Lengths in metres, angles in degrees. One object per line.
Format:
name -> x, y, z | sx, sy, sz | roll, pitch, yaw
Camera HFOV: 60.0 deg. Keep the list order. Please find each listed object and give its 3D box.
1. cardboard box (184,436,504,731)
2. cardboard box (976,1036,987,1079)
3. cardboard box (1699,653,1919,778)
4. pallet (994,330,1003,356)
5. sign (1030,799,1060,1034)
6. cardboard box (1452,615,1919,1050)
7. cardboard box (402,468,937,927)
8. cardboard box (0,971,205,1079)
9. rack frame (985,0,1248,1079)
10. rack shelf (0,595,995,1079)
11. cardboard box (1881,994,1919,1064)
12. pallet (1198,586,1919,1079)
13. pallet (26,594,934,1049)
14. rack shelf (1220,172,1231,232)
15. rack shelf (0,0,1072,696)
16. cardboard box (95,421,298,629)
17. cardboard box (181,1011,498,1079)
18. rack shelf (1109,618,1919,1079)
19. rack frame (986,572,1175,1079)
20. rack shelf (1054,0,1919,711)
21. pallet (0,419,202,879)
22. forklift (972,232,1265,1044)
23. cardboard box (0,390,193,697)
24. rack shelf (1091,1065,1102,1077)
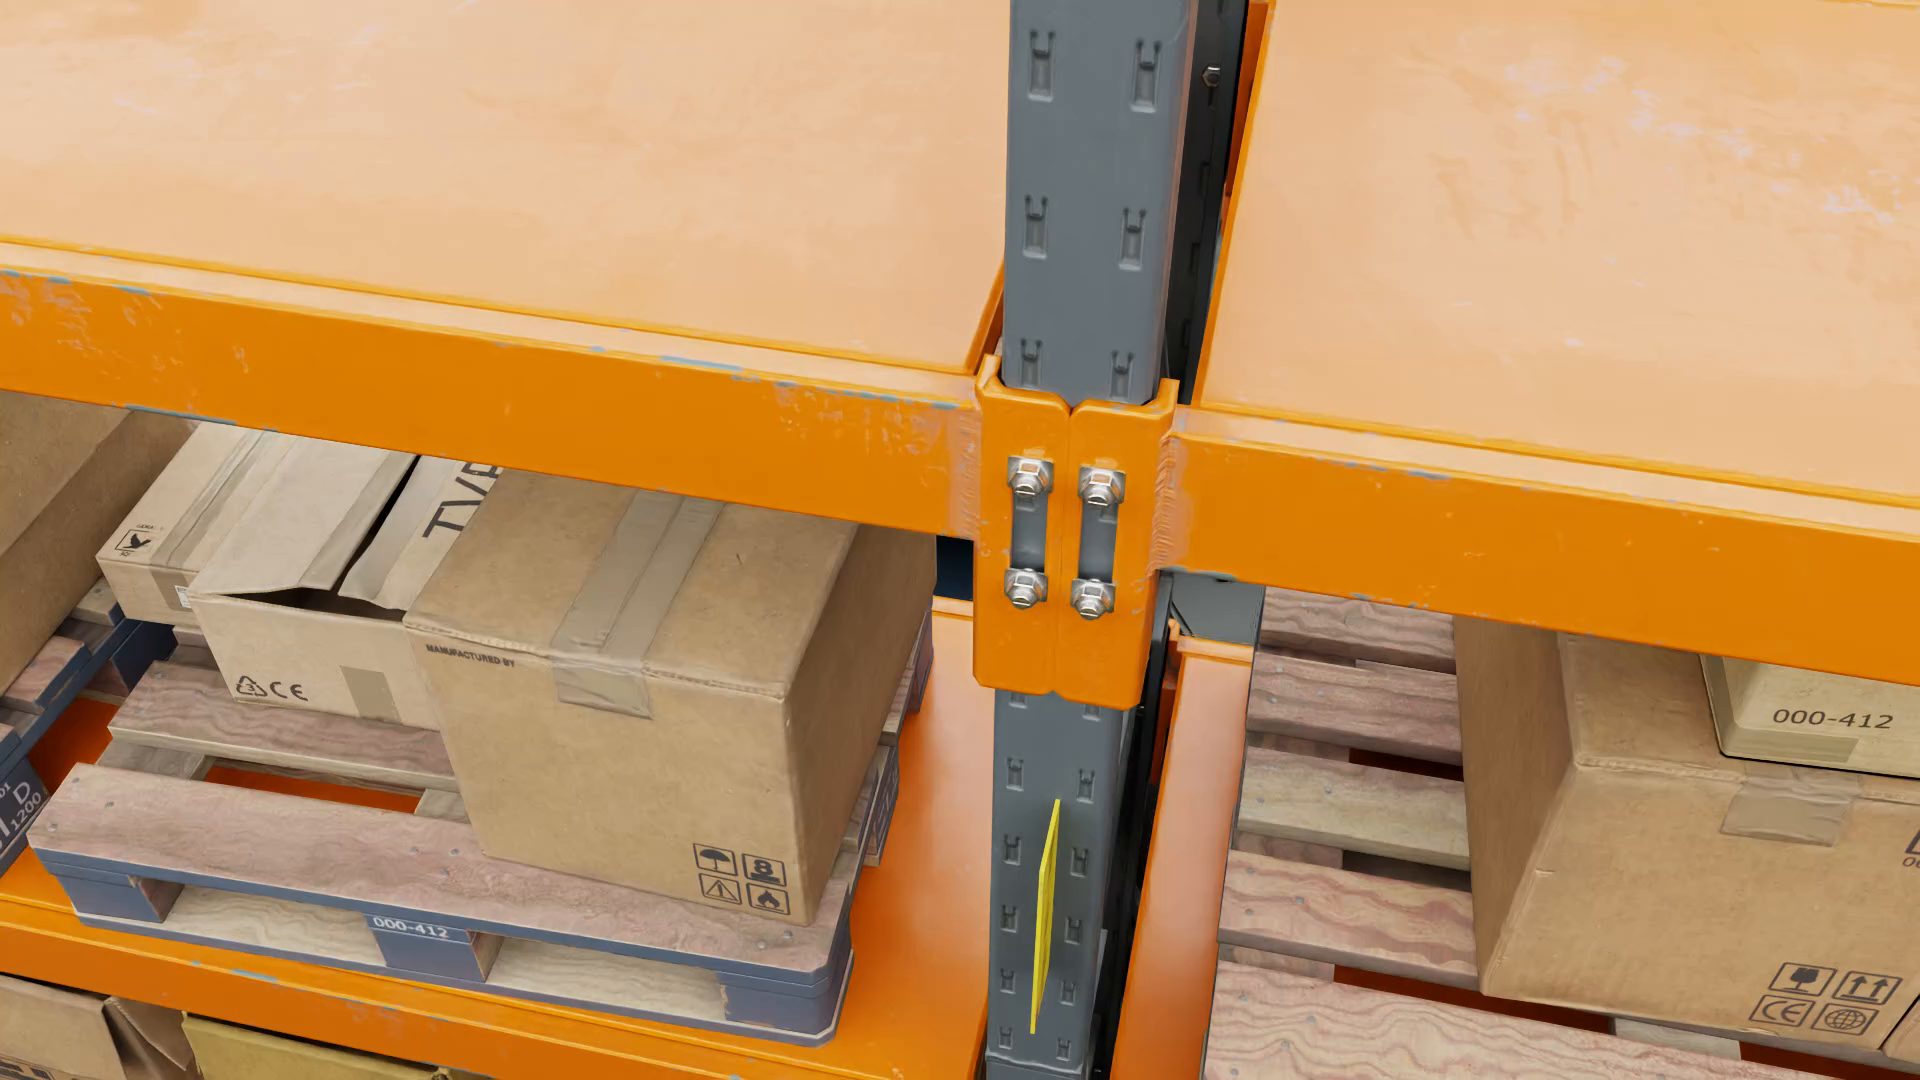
cardboard box -> -0.847, 0.006, 2.639 | 0.500, 0.311, 0.500 | 7, 44, 8
cardboard box -> -0.191, 1.158, 3.771 | 0.500, 0.500, 0.500 | 9, 45, 9
cardboard box -> 1.120, 0.006, 1.890 | 0.500, 0.250, 0.500 | 6, 44, 6
pallet -> 0.541, -1.059, 8.158 | 1.213, 0.211, 1.003 | 9, 45, 9
sign -> 0.095, 0.422, 1.846 | 0.005, 0.325, 0.100 | 9, 45, 9
cardboard box -> 0.980, 0.207, 2.222 | 0.500, 0.500, 0.700 | 6, 44, 7
cardboard box -> -0.365, 0.084, 2.422 | 0.500, 0.500, 0.700 | 10, 45, 10
cardboard box -> -1.699, 0.749, 3.473 | 0.637, 0.503, 0.797 | 10, 45, 10
rack frame -> 0.204, -0.728, 1.478 | 0.127, 3.000, 1.000 | 9, 45, 9
rack shelf -> -1.748, 0.309, 3.082 | 4.000, 0.370, 1.077 | 9, 45, 9
cardboard box -> 1.504, 0.291, 2.134 | 0.500, 0.500, 0.700 | 11, 45, 11
pallet -> 1.000, 0.515, 2.413 | 1.213, 0.211, 1.003 | 9, 45, 9
pallet -> -0.702, 0.316, 2.694 | 1.217, 0.209, 0.805 | 7, 44, 7
rack shelf -> -0.667, -1.962, 7.605 | 4.000, 0.370, 1.077 | 9, 45, 9
rack shelf -> -1.748, -0.628, 2.180 | 4.000, 0.370, 1.077 | 9, 45, 9
cardboard box -> -1.217, -0.035, 2.799 | 0.250, 0.149, 0.380 | 7, 44, 7
cardboard box -> -1.089, 0.833, 3.386 | 0.637, 0.503, 0.797 | 9, 45, 10
rack shelf -> 2.155, 0.915, 2.453 | 4.000, 0.370, 1.077 | 9, 45, 9
rack frame -> 0.204, 1.433, 3.558 | 0.127, 3.000, 1.000 | 9, 45, 9
rack shelf -> 2.155, -0.022, 1.551 | 4.000, 0.370, 1.077 | 9, 45, 9
pallet -> -1.968, 0.044, 2.975 | 1.213, 0.211, 1.003 | 11, 45, 11
forklift -> 0.954, 0.768, 4.298 | 1.130, 2.935, 3.031 | -14, 46, -14
cardboard box -> -1.702, -0.147, 2.659 | 0.637, 0.503, 0.797 | 8, 45, 8
rack shelf -> 2.155, 1.995, 3.493 | 4.000, 0.370, 1.077 | 9, 45, 9
